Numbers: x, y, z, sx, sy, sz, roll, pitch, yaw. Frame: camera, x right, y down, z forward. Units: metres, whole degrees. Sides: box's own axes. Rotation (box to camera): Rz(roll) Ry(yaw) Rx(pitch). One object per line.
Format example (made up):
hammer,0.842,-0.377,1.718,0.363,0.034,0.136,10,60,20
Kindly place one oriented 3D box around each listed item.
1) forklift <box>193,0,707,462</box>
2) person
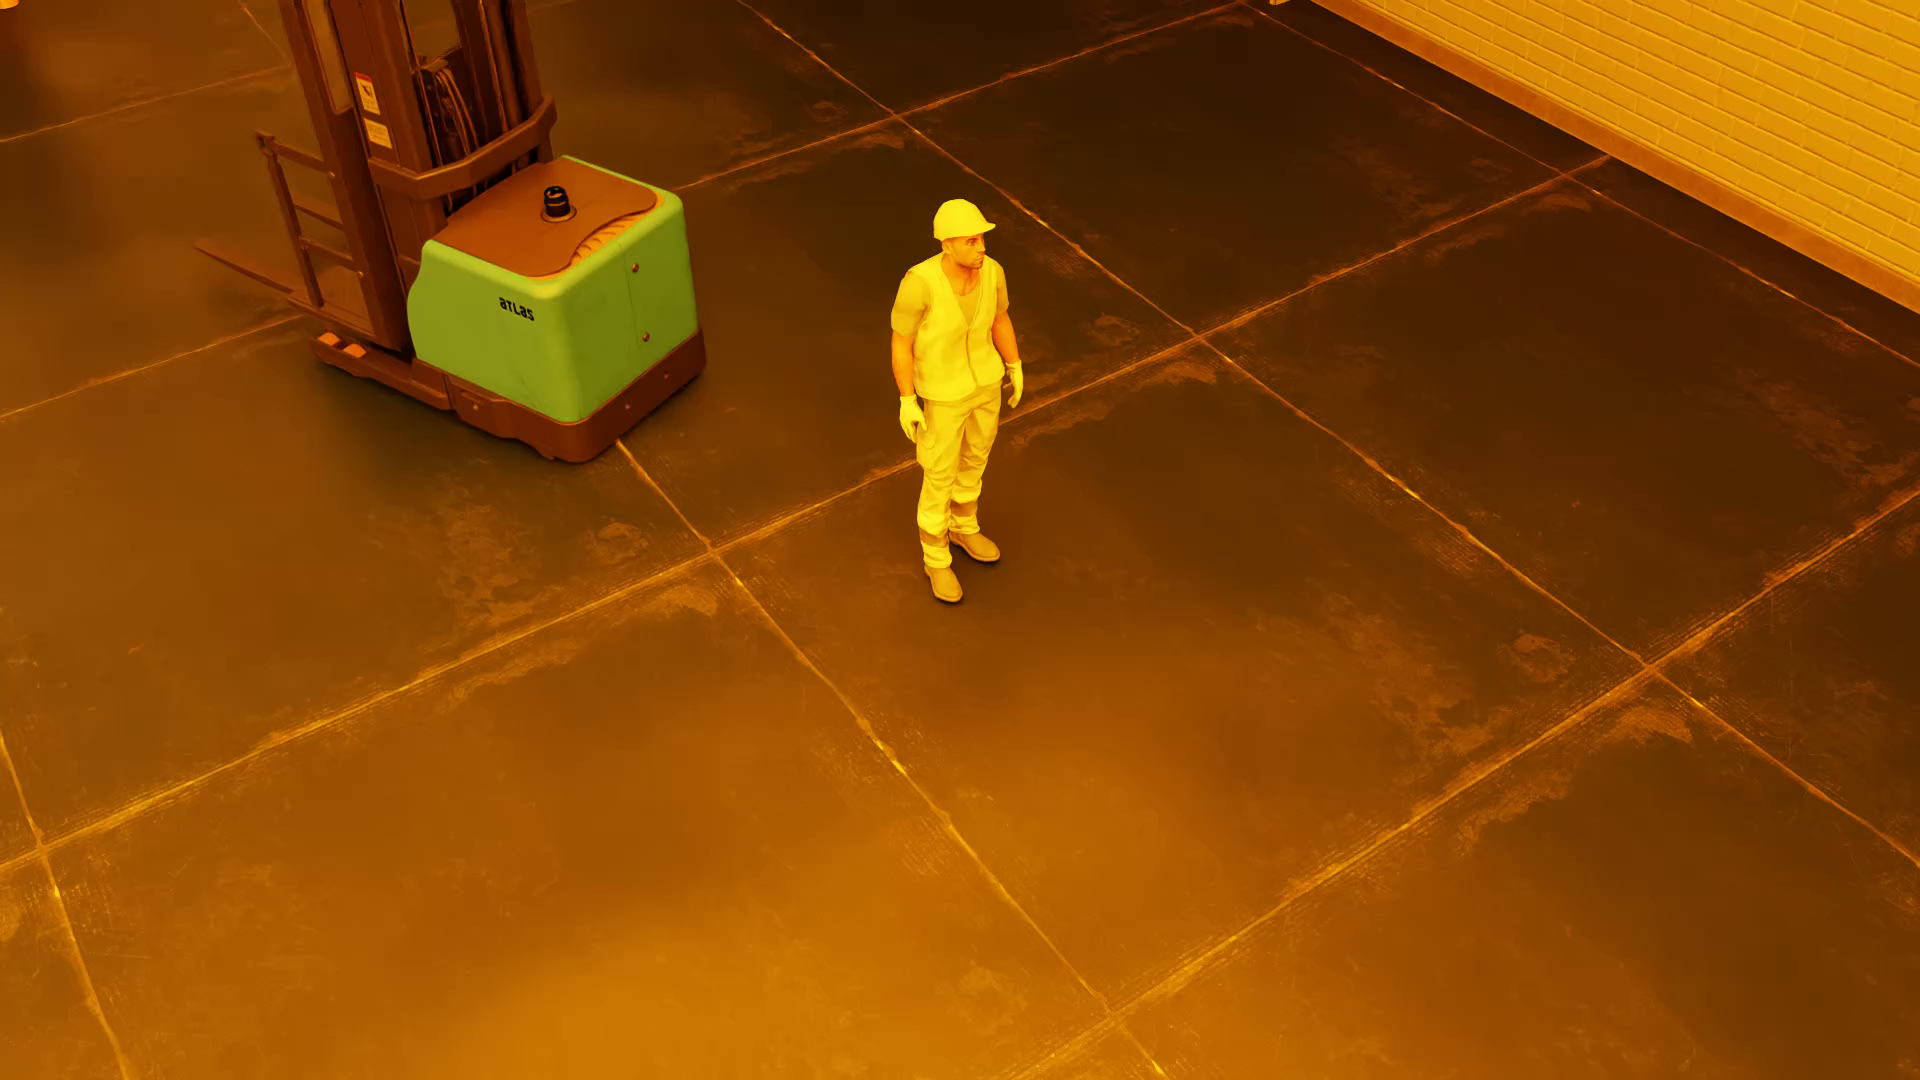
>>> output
forklift,-2.860,-2.226,8.131,3.031,2.935,1.130,23,47,23
person,0.035,-0.614,7.213,0.637,1.787,0.564,-25,48,-25
